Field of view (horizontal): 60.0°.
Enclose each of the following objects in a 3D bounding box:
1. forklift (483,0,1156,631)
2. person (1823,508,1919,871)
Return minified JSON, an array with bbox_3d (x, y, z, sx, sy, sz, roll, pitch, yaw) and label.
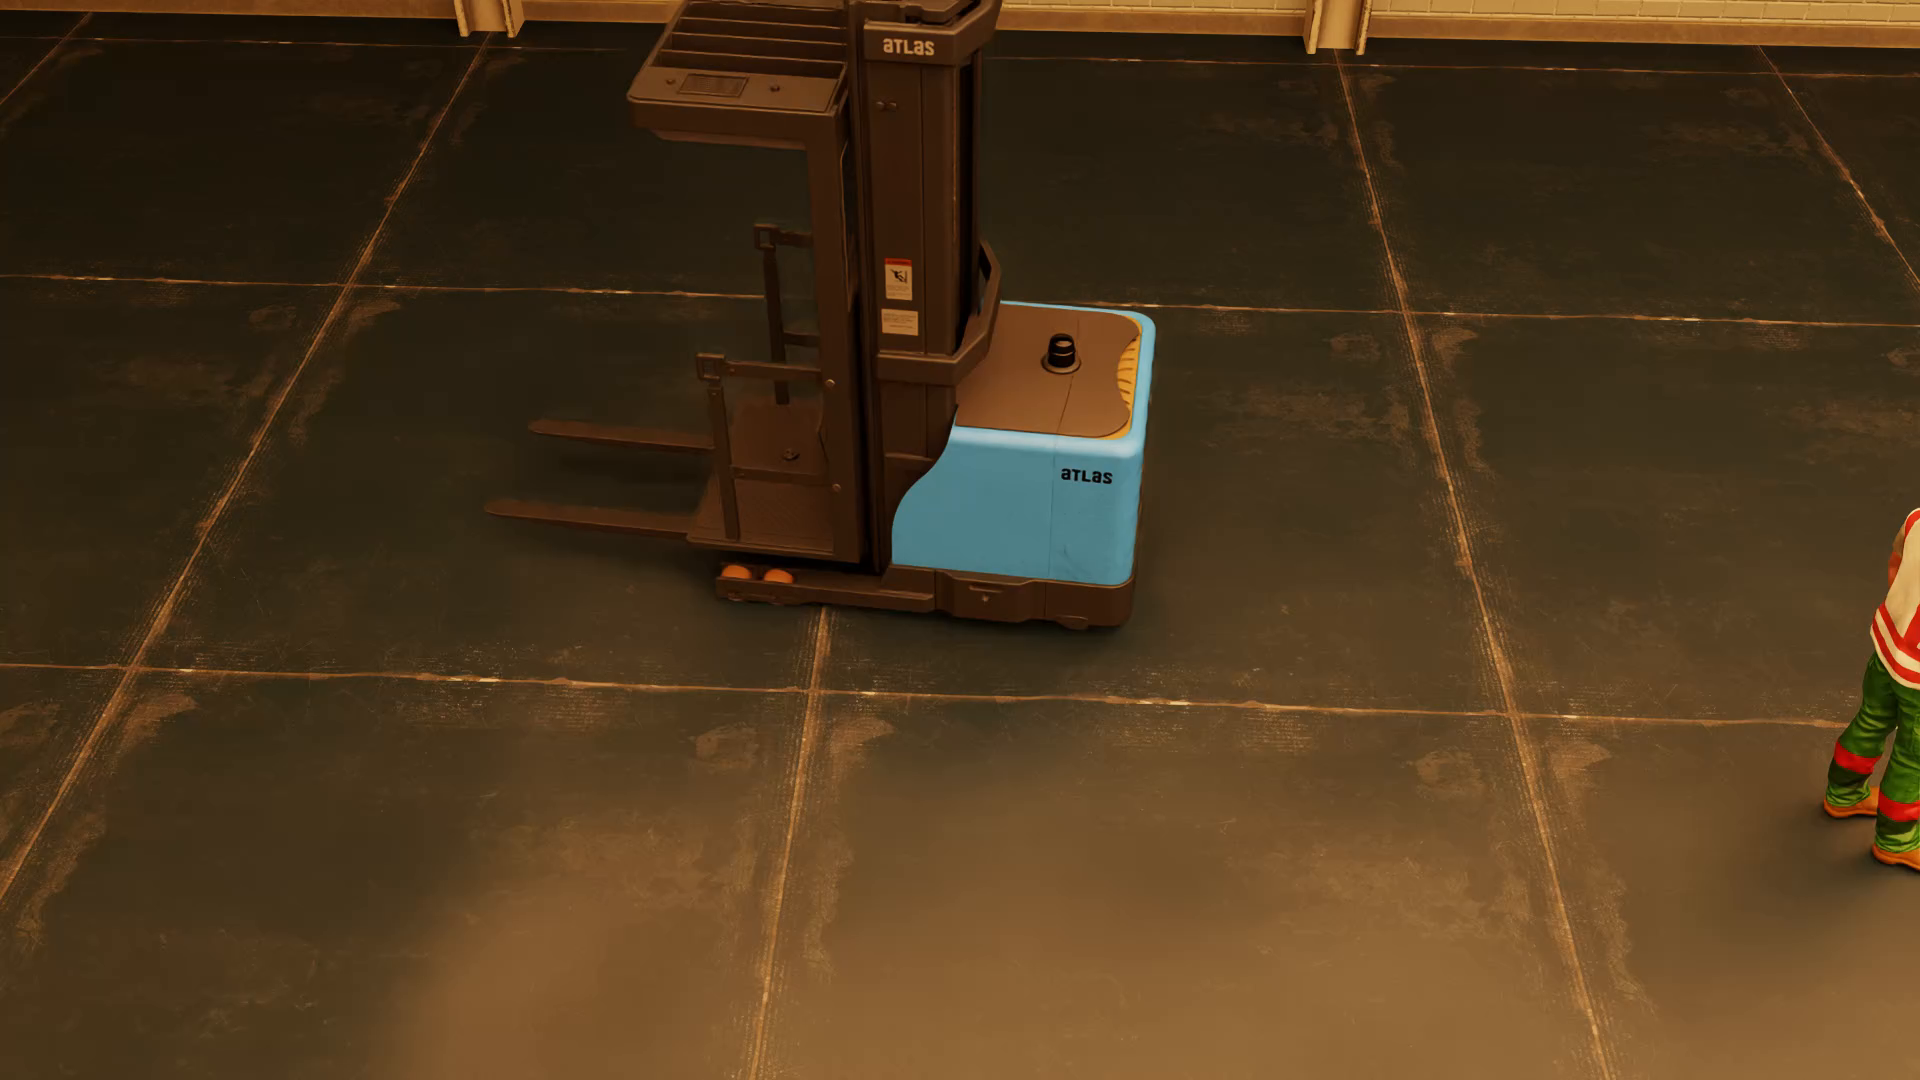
[{"bbox_3d":[-0.674,-1.132,6.982,3.031,2.935,1.130,6,43,6],"label":"forklift"},{"bbox_3d":[3.614,0.438,6.099,0.564,1.788,0.637,2,42,2],"label":"person"}]
